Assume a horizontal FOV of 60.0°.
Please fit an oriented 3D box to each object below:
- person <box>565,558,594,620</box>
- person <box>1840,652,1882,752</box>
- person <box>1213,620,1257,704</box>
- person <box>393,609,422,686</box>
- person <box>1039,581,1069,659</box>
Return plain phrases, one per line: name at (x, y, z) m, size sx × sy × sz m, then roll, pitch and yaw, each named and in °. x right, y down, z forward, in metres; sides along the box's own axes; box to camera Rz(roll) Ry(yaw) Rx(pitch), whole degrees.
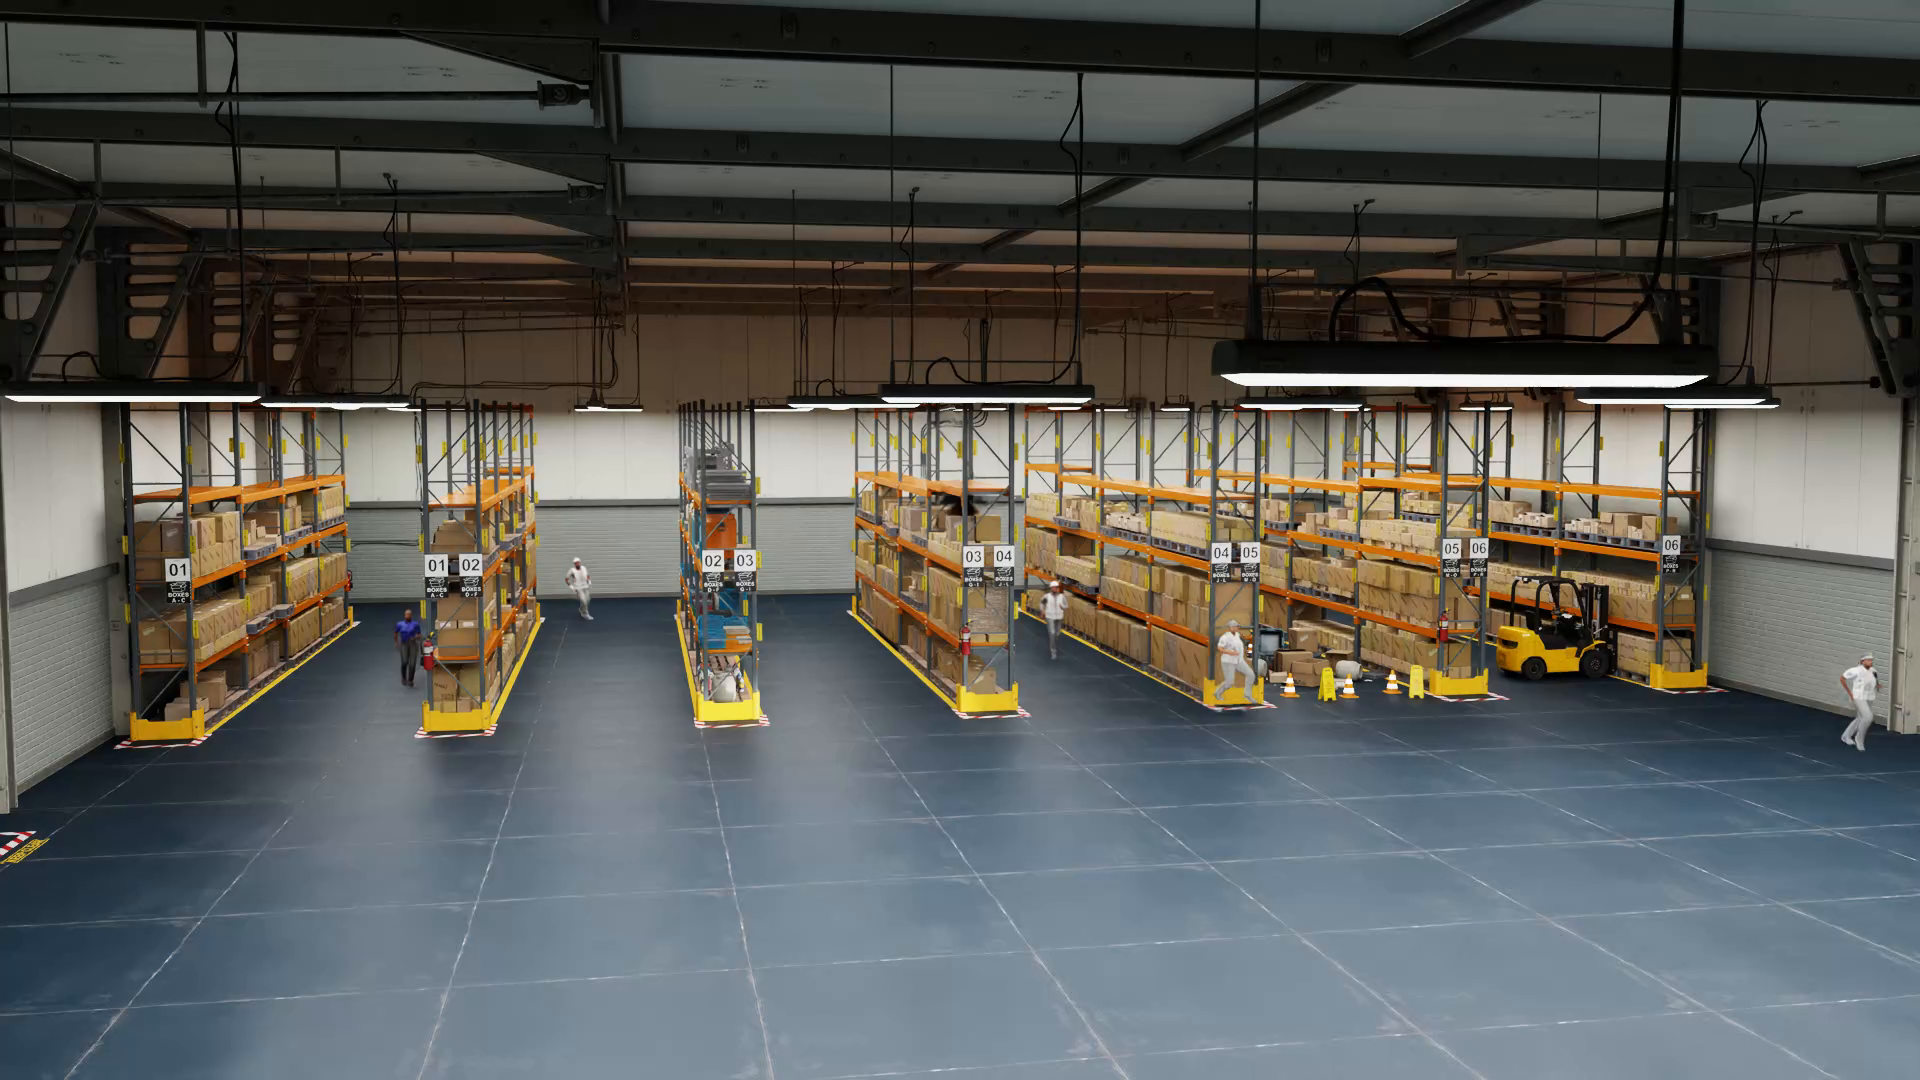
person at (-10.590, 1.357, 46.306) m, size 0.744 × 1.737 × 0.771 m, roll -4°, pitch 6°, yaw -40°
person at (15.419, 2.747, 28.436) m, size 0.559 × 1.714 × 0.754 m, roll -1°, pitch 5°, yaw -18°
person at (5.222, 2.313, 31.720) m, size 0.654 × 1.559 × 0.840 m, roll -3°, pitch 5°, yaw -34°
person at (-11.586, 2.267, 34.911) m, size 0.552 × 1.620 × 0.617 m, roll -2°, pitch 5°, yaw -22°
person at (2.225, 1.854, 39.180) m, size 0.645 × 1.783 × 0.906 m, roll -1°, pitch 4°, yaw -12°
